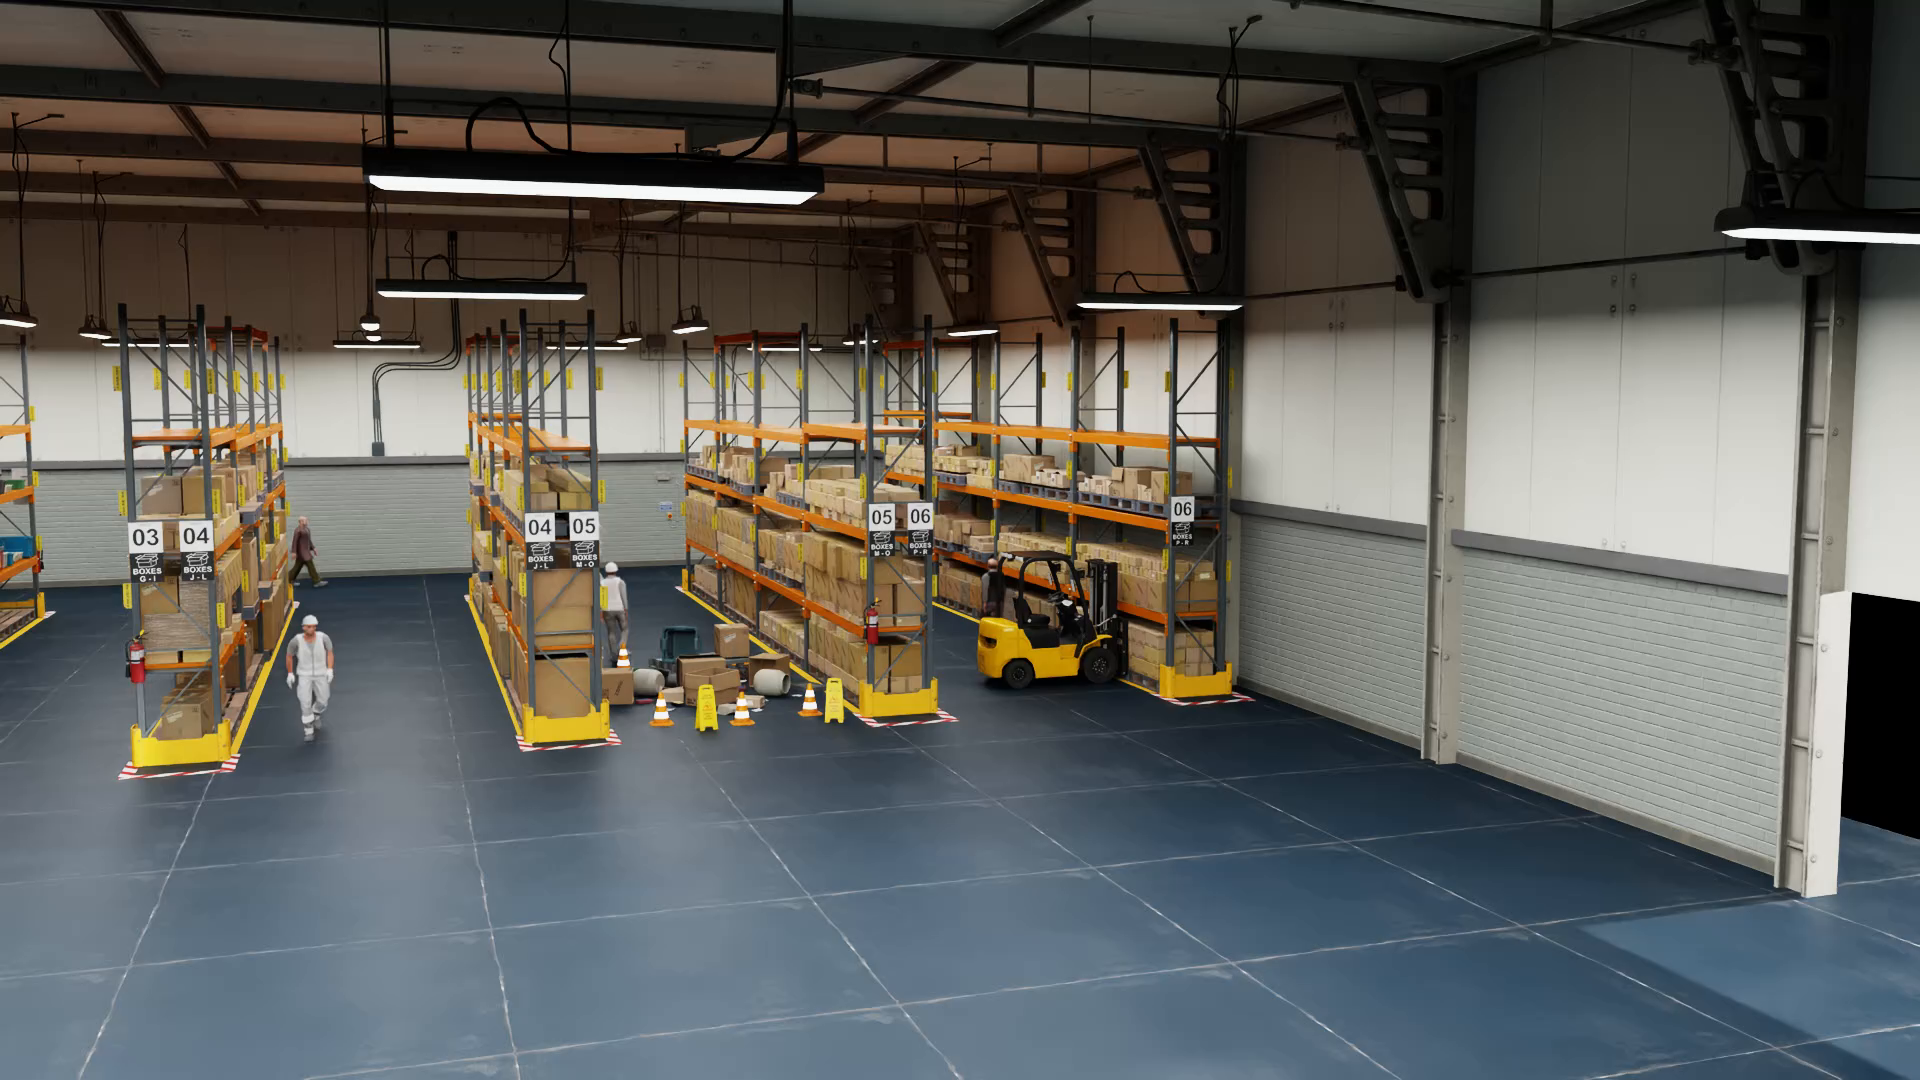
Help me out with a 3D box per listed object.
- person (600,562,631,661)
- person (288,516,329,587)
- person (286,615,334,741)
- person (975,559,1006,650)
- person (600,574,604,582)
[{"bbox_3d":[-6.219,1.282,29.893,0.580,1.762,0.515,-1,6,-10],"label":"person"},{"bbox_3d":[-15.941,0.280,40.516,1.090,1.734,0.609,-1,5,-7],"label":"person"},{"bbox_3d":[-9.169,1.911,23.442,0.626,1.765,0.705,-3,6,-30],"label":"person"},{"bbox_3d":[0.631,1.233,30.993,0.573,1.761,0.624,-3,6,-31],"label":"person"},{"bbox_3d":[-9.231,0.285,40.749,0.562,1.700,1.200,5,8,44],"label":"person"}]
